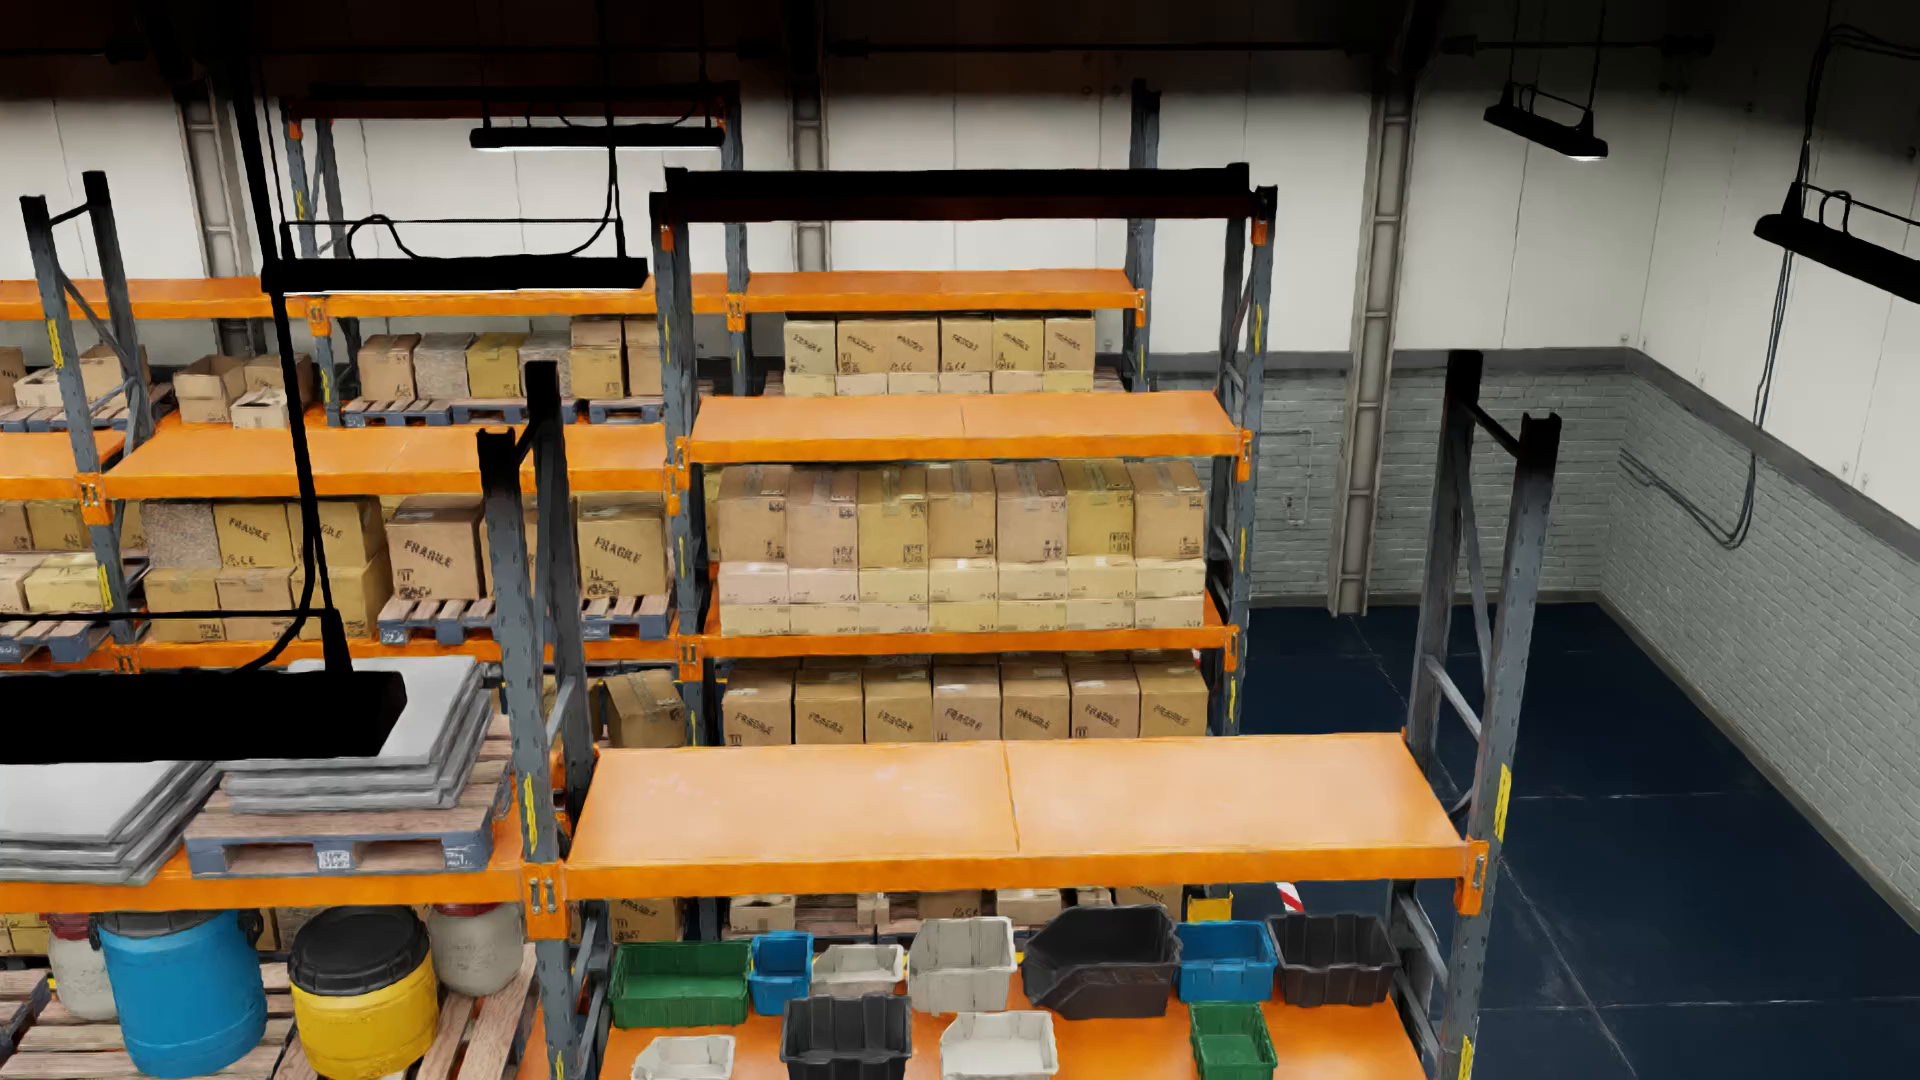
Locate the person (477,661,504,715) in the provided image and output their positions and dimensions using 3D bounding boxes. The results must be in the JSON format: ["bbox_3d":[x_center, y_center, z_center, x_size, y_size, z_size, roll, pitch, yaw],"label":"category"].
[{"bbox_3d":[-4.335,1.265,15.758,0.570,1.683,0.375,-10,24,-24],"label":"person"}]
